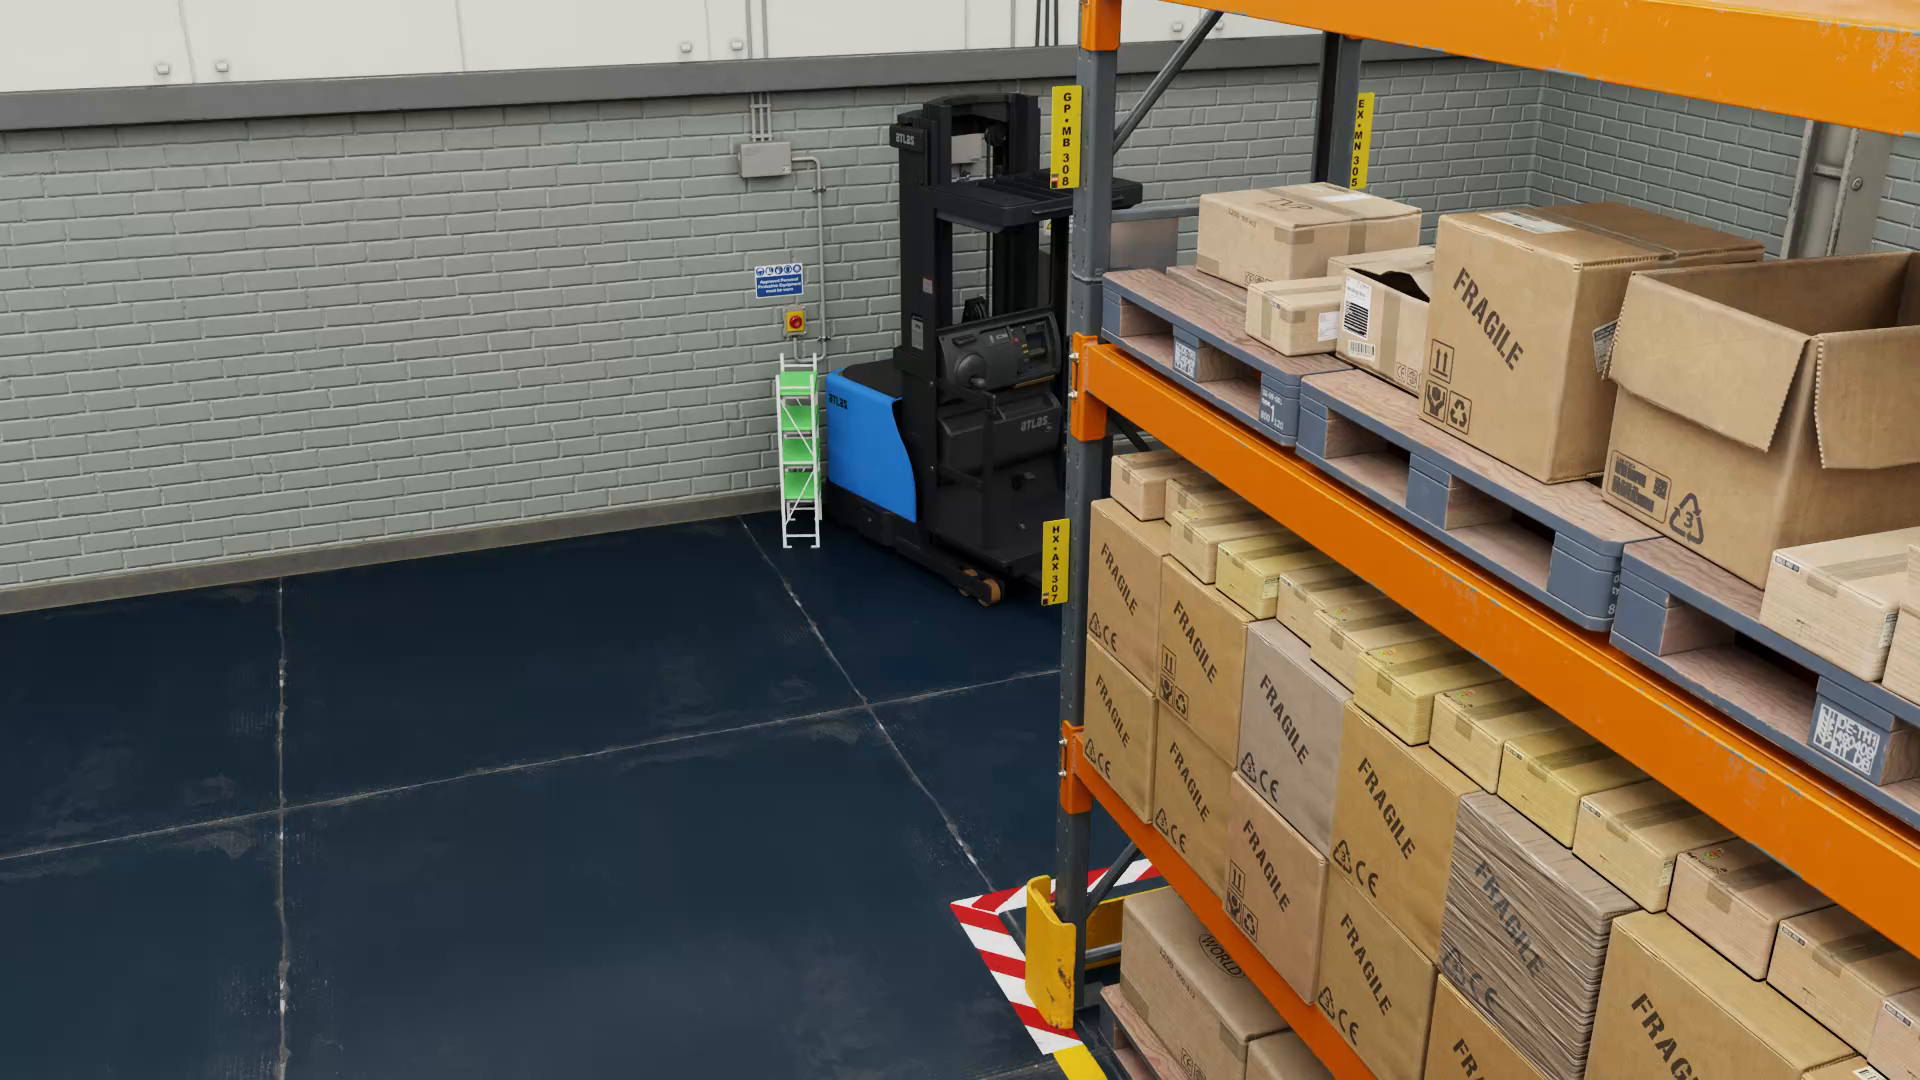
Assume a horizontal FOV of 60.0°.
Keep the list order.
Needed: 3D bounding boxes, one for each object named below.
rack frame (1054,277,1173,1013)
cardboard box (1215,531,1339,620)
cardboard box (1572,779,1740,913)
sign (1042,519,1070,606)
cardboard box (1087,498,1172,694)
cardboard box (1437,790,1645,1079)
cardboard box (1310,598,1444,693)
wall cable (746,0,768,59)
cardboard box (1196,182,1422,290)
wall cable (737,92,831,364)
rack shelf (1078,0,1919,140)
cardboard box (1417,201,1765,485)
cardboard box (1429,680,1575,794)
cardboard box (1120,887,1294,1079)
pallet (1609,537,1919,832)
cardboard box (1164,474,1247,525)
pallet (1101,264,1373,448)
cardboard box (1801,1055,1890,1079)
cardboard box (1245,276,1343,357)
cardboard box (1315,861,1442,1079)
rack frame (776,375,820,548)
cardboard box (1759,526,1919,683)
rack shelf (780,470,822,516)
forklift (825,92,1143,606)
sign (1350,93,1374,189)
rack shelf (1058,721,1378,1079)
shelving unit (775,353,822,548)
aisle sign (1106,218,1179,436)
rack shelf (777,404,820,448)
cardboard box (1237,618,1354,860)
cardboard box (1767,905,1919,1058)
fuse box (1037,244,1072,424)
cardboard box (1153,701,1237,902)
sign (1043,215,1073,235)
[{"bbox_3d":[0.865,0.442,6.339,1.000,3.000,0.127,-8,24,-19],"label":"rack frame"},{"bbox_3d":[0.985,0.092,4.918,0.380,0.149,0.250,-9,25,-21],"label":"cardboard box"},{"bbox_3d":[1.573,0.643,3.610,0.380,0.149,0.250,-9,24,-19],"label":"cardboard box"},{"bbox_3d":[0.344,0.081,5.980,0.100,0.325,0.005,-8,24,-19],"label":"sign"},{"bbox_3d":[0.768,0.149,5.619,0.500,0.500,0.500,-9,24,-20],"label":"cardboard box"},{"bbox_3d":[1.493,0.886,3.870,0.500,0.500,0.500,-8,24,-18],"label":"cardboard box"},{"bbox_3d":[1.176,0.277,4.480,0.380,0.149,0.250,-8,24,-19],"label":"cardboard box"},{"bbox_3d":[-1.408,-4.351,9.986,0.463,3.000,0.029,-8,24,-19],"label":"wall cable"},{"bbox_3d":[1.108,-0.959,5.326,0.500,0.250,0.500,-11,25,-24],"label":"cardboard box"},{"bbox_3d":[-1.149,-2.086,10.989,0.585,1.953,0.123,-8,24,-19],"label":"wall cable"},{"bbox_3d":[1.572,-1.080,3.667,1.077,0.370,4.000,-8,24,-19],"label":"rack shelf"},{"bbox_3d":[1.437,-0.473,3.849,0.500,0.500,0.500,-8,24,-18],"label":"cardboard box"},{"bbox_3d":[1.378,0.461,4.043,0.380,0.149,0.250,-8,24,-19],"label":"cardboard box"},{"bbox_3d":[1.192,1.655,6.219,0.875,0.438,0.875,-9,25,-21],"label":"cardboard box"},{"bbox_3d":[1.999,0.255,3.034,1.003,0.211,1.213,-8,24,-19],"label":"pallet"},{"bbox_3d":[0.891,-0.111,5.400,0.380,0.149,0.250,-8,24,-18],"label":"cardboard box"},{"bbox_3d":[1.137,-0.631,5.137,1.003,0.211,1.213,-8,24,-19],"label":"pallet"},{"bbox_3d":[1.853,1.255,2.994,0.500,0.500,0.500,-9,24,-19],"label":"cardboard box"},{"bbox_3d":[1.034,-0.637,4.691,0.380,0.149,0.250,-7,24,-17],"label":"cardboard box"},{"bbox_3d":[1.326,1.157,4.514,0.500,0.500,0.500,-8,24,-17],"label":"cardboard box"},{"bbox_3d":[-1.061,-0.505,10.904,0.240,1.200,0.015,-1,23,-2],"label":"rack frame"},{"bbox_3d":[1.660,0.105,2.930,0.380,0.149,0.250,-8,24,-18],"label":"cardboard box"},{"bbox_3d":[-1.072,-0.320,11.247,0.258,0.148,0.480,-1,23,-2],"label":"rack shelf"},{"bbox_3d":[0.389,-1.161,10.231,1.130,2.935,3.031,-17,28,-35],"label":"forklift"},{"bbox_3d":[1.378,-1.381,5.764,0.100,0.325,0.005,-8,24,-19],"label":"sign"},{"bbox_3d":[1.572,1.500,4.754,1.077,0.370,4.000,-8,24,-19],"label":"rack shelf"},{"bbox_3d":[-1.072,-0.600,11.129,0.258,1.200,0.503,-1,23,-2],"label":"shelving unit"},{"bbox_3d":[0.568,-0.742,5.802,0.394,0.787,0.004,-8,24,-19],"label":"aisle sign"},{"bbox_3d":[-1.072,-0.762,11.061,0.258,0.148,0.480,-1,23,-2],"label":"rack shelf"},{"bbox_3d":[1.146,0.522,4.734,0.500,0.500,0.500,-9,24,-19],"label":"cardboard box"},{"bbox_3d":[1.801,0.819,3.194,0.380,0.149,0.250,-8,24,-19],"label":"cardboard box"},{"bbox_3d":[0.868,-1.245,12.001,0.539,1.711,0.414,-8,24,-19],"label":"fuse box"},{"bbox_3d":[0.971,0.790,5.385,0.500,0.500,0.500,-9,24,-20],"label":"cardboard box"},{"bbox_3d":[0.743,-2.287,11.750,0.339,0.242,0.001,-8,24,-19],"label":"sign"}]
